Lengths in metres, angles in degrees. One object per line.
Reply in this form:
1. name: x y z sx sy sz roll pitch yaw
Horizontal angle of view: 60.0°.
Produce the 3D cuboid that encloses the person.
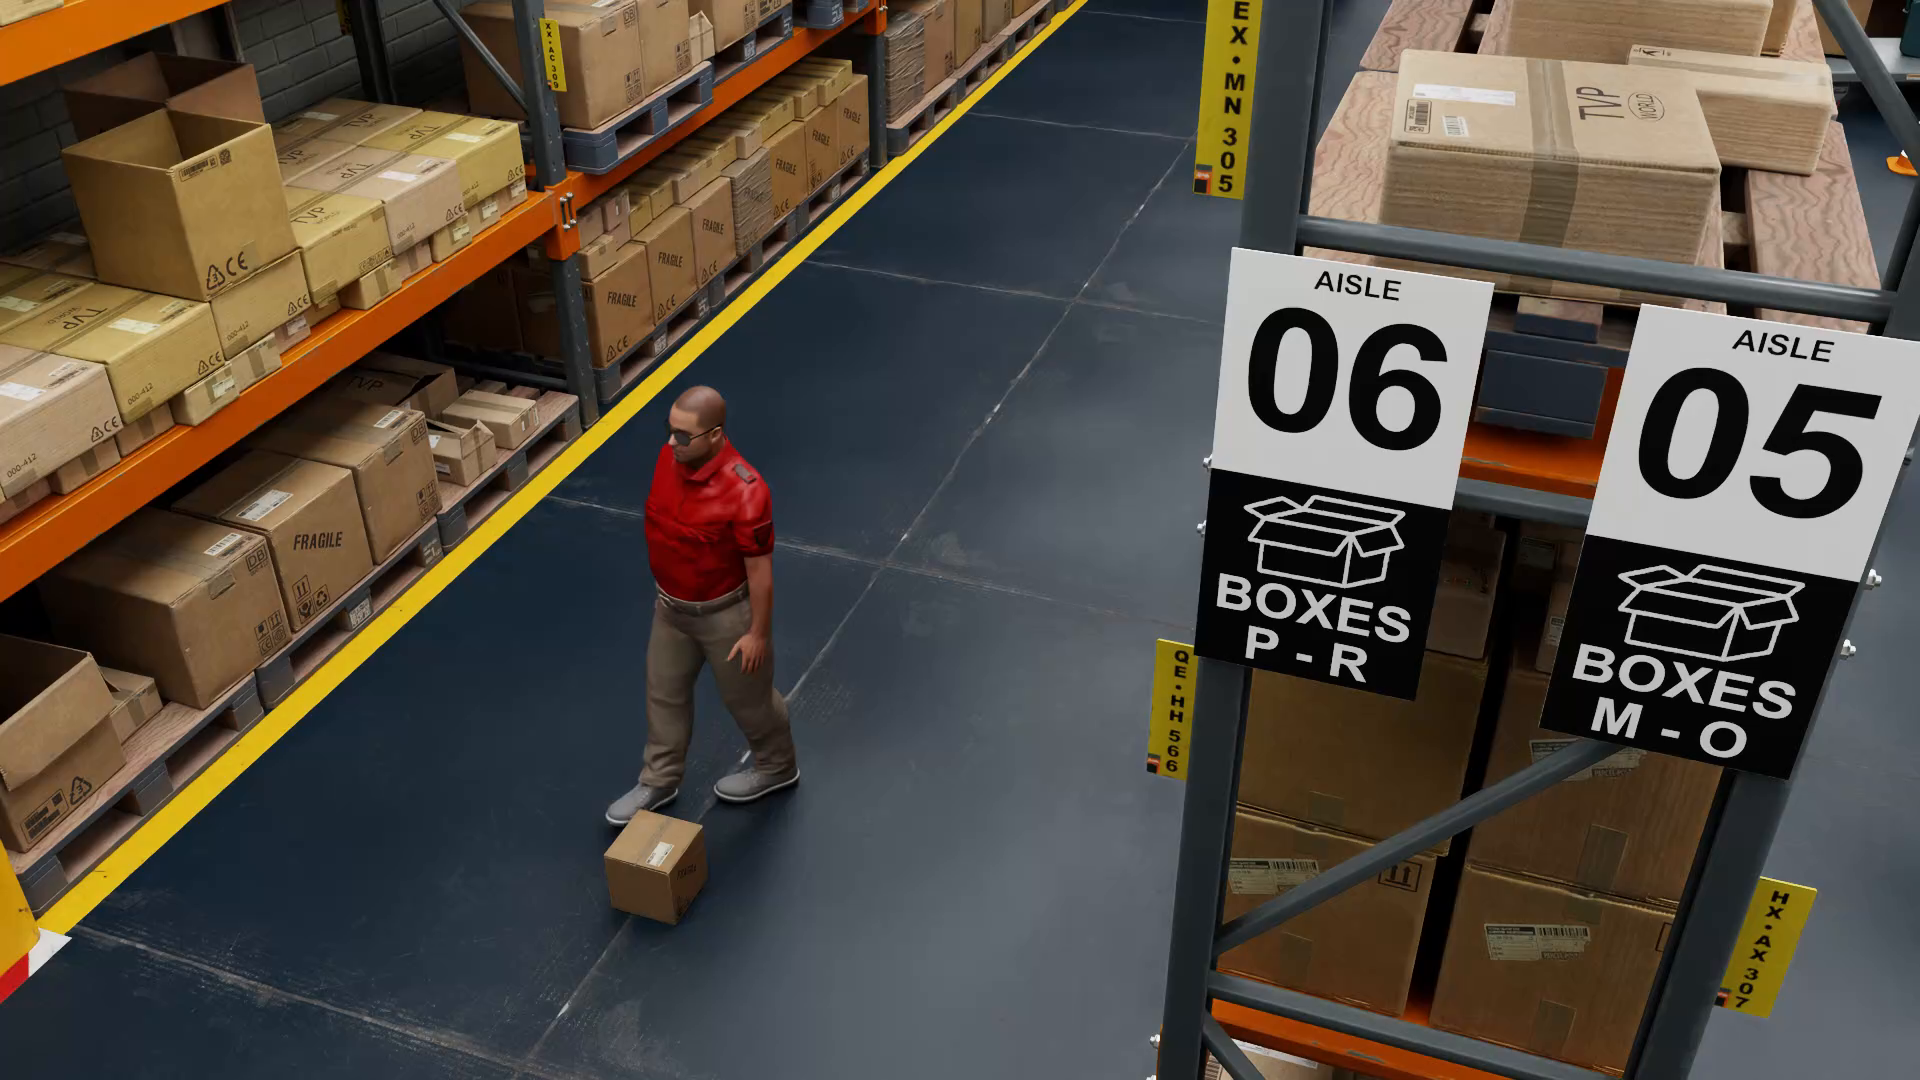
1. person: -0.941 0.273 5.725 0.566 1.714 0.700 26 41 34
